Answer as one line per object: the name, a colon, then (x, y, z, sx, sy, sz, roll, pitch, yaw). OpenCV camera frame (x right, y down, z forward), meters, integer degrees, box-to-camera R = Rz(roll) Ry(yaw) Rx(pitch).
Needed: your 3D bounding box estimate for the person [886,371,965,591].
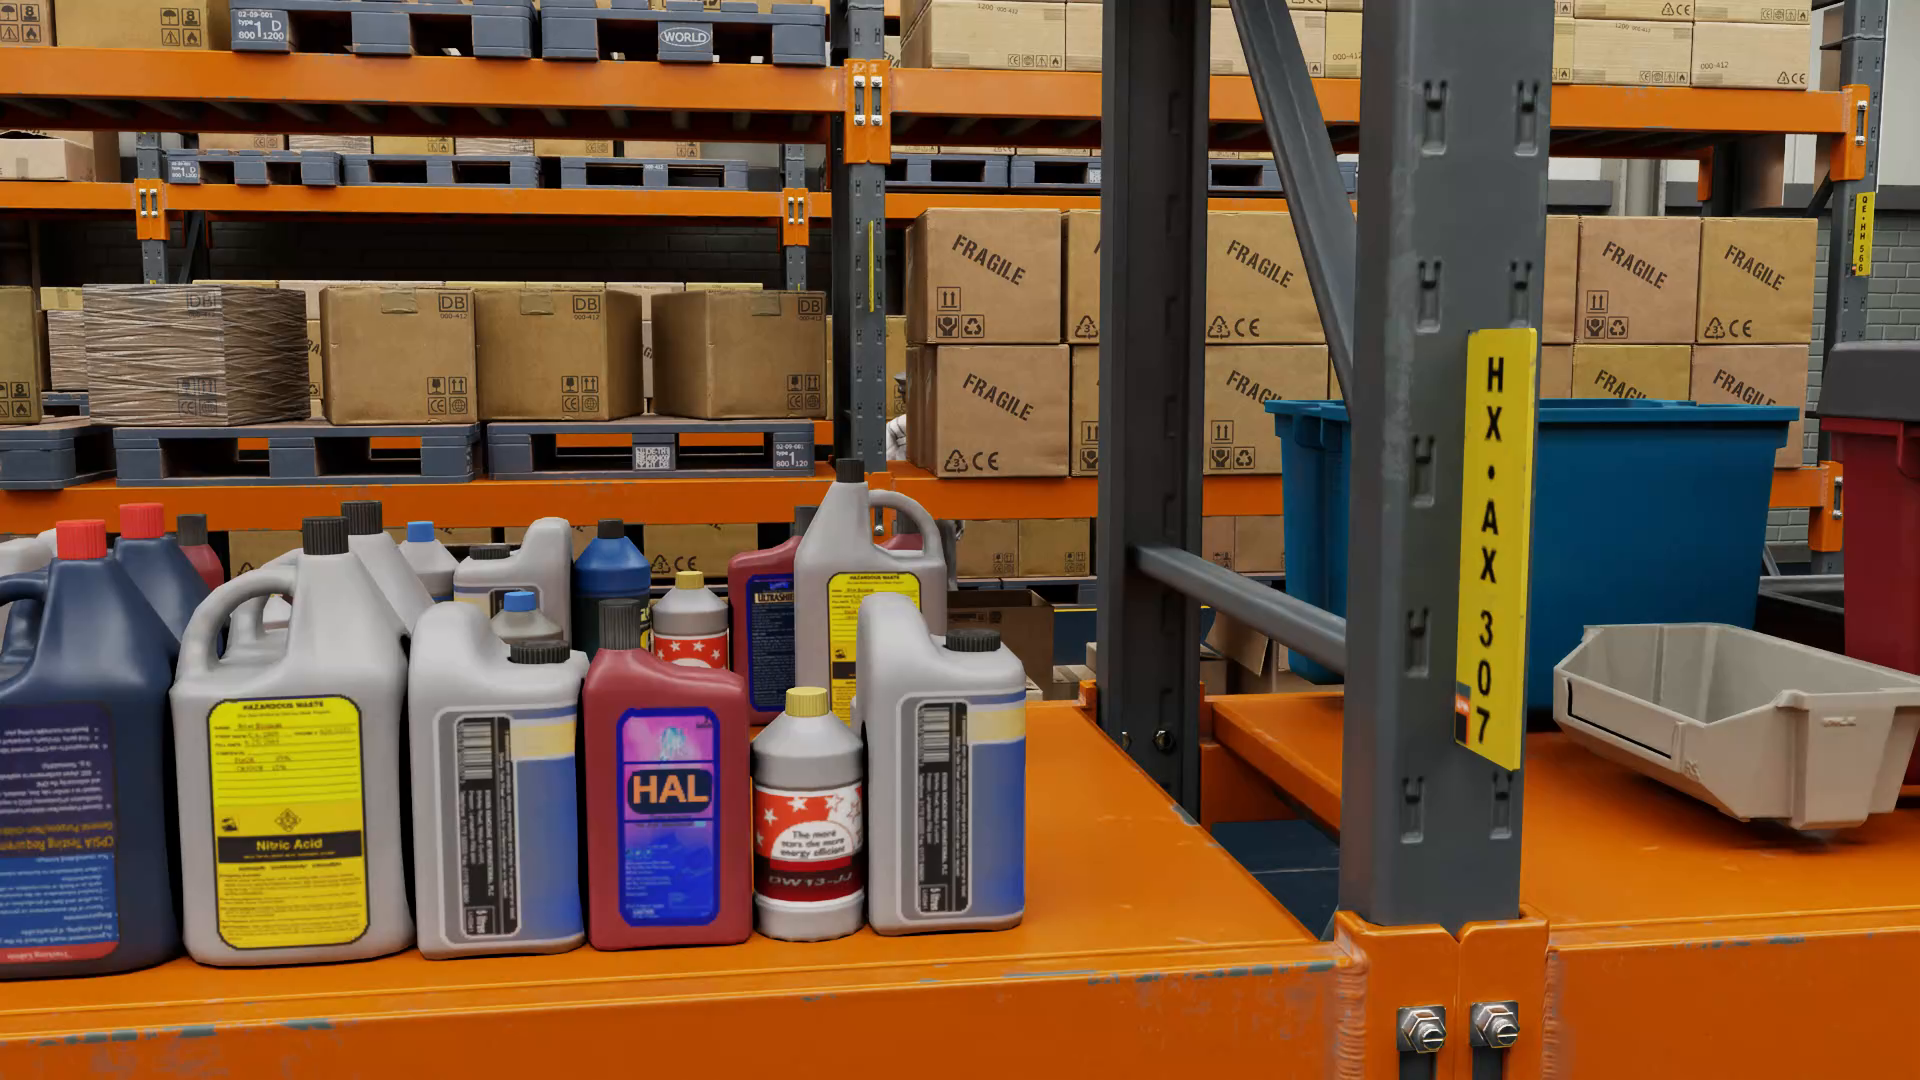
person: (-0.216, -0.120, 9.356, 0.546, 1.664, 0.376, -1, 7, -12)
